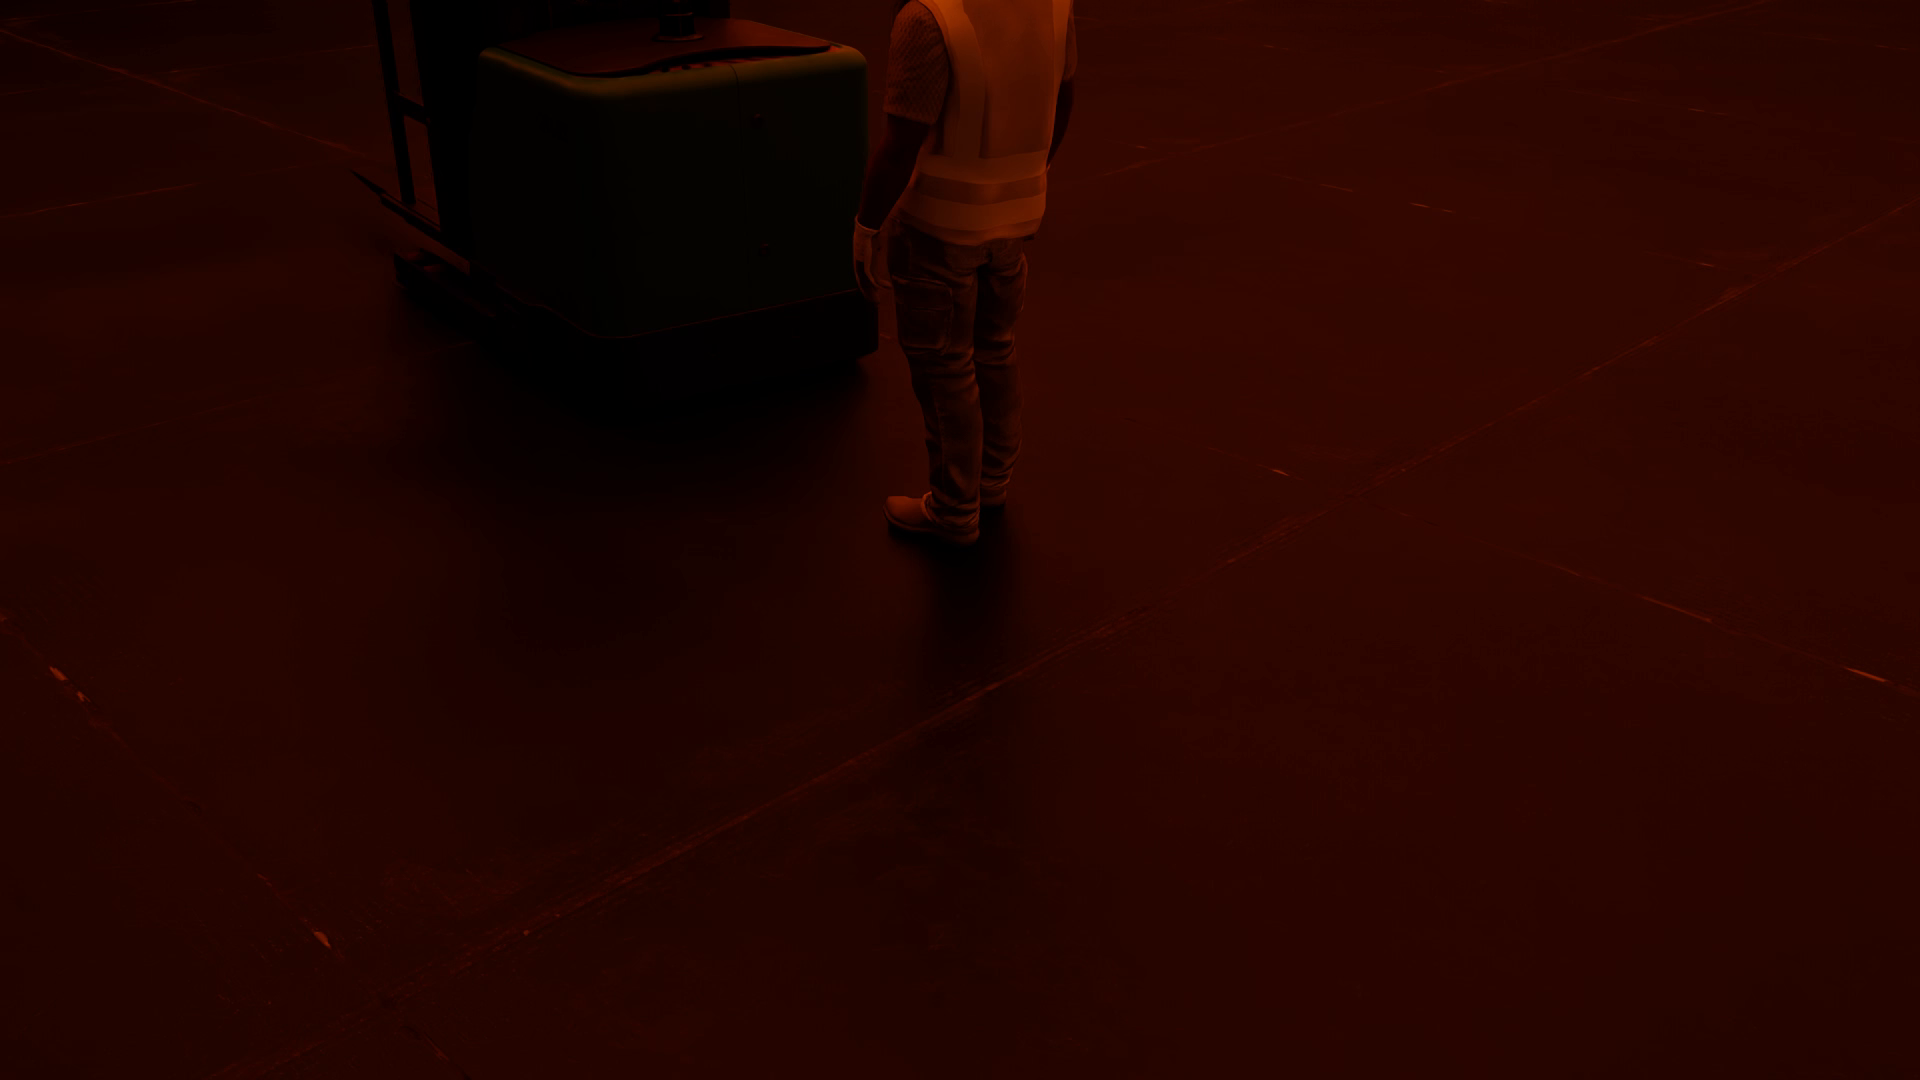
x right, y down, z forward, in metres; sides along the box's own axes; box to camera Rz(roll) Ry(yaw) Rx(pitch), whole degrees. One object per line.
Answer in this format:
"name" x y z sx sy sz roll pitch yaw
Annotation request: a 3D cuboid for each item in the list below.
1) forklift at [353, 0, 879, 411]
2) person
"forklift" -1.547 -2.313 5.929 1.130 2.935 3.031 -18 31 -32
"person" -0.044 -0.830 4.199 0.656 1.777 0.577 -24 35 -39
